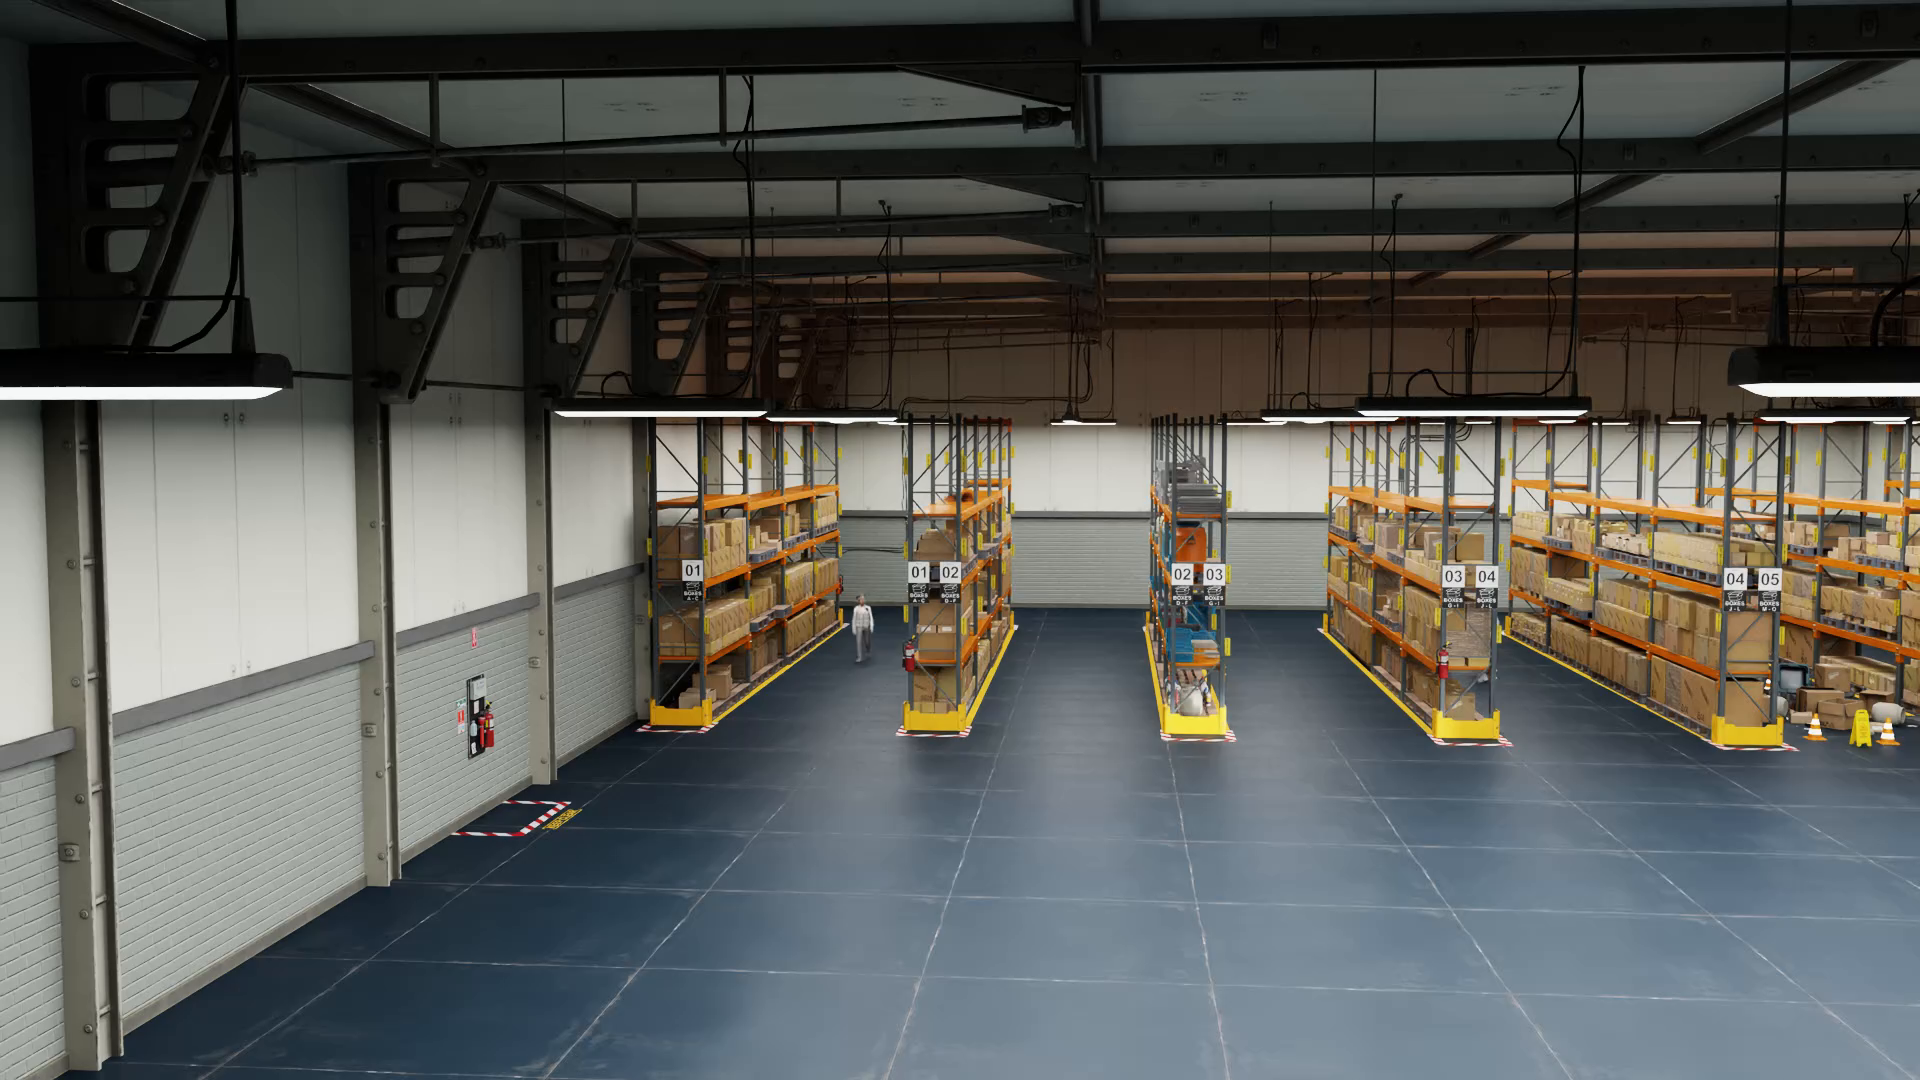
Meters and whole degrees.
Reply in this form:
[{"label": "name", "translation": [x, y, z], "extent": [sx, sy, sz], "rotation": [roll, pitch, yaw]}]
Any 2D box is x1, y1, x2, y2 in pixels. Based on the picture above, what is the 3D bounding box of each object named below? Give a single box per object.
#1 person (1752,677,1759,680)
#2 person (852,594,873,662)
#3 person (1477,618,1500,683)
[{"label": "person", "translation": [17.563, 2.455, 36.853], "extent": [0.358, 1.605, 0.474], "rotation": [3, 5, 39]}, {"label": "person", "translation": [-2.395, 2.144, 40.928], "extent": [0.536, 1.639, 0.956], "rotation": [0, 4, 0]}, {"label": "person", "translation": [11.846, 2.377, 37.431], "extent": [0.594, 1.847, 0.752], "rotation": [1, 4, 13]}]
